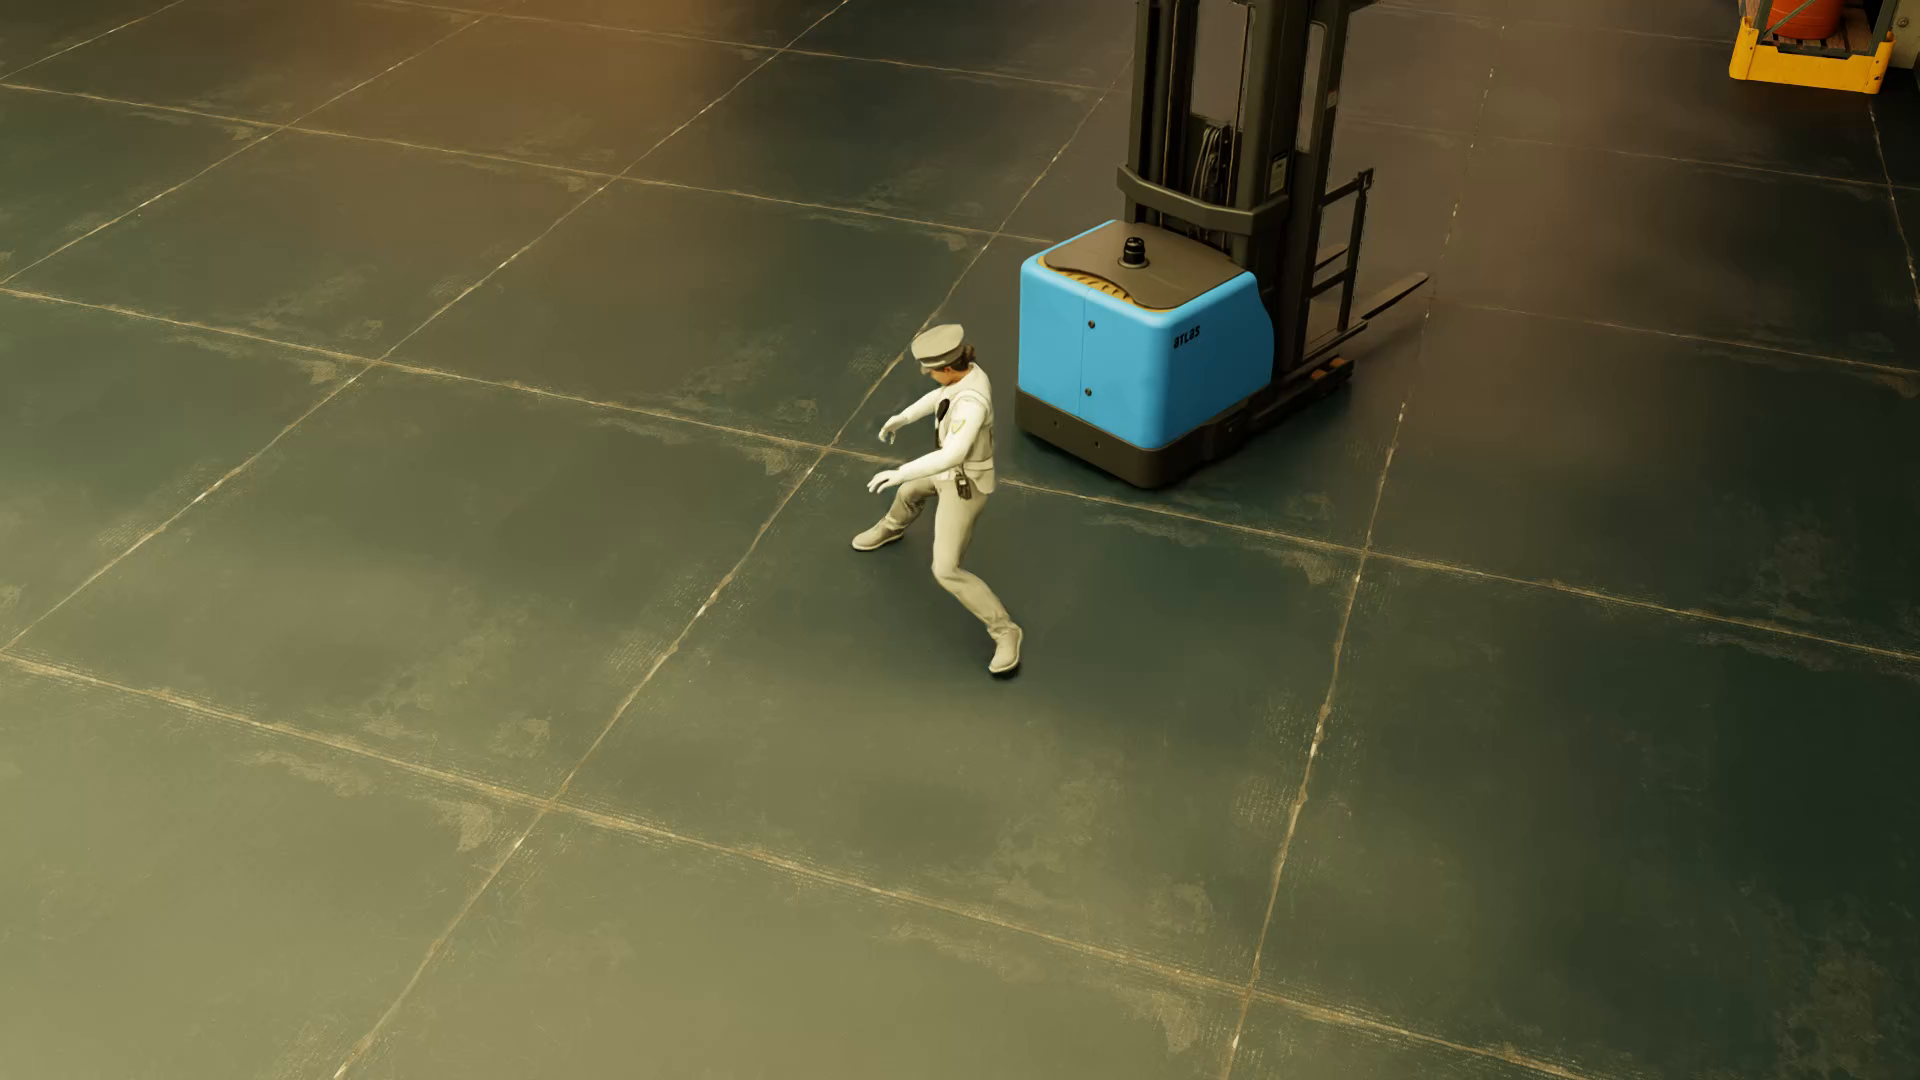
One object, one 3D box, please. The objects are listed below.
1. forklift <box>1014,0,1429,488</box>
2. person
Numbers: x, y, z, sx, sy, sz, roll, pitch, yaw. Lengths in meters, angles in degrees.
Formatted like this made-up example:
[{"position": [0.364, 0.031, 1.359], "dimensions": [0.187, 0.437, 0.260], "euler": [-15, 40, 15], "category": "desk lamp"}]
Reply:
[{"position": [1.705, -2.224, 9.247], "dimensions": [1.130, 2.935, 3.031], "euler": [30, 45, 35], "category": "forklift"}, {"position": [-0.130, -0.294, 7.784], "dimensions": [0.776, 1.470, 1.248], "euler": [-2, 35, -3], "category": "person"}]
